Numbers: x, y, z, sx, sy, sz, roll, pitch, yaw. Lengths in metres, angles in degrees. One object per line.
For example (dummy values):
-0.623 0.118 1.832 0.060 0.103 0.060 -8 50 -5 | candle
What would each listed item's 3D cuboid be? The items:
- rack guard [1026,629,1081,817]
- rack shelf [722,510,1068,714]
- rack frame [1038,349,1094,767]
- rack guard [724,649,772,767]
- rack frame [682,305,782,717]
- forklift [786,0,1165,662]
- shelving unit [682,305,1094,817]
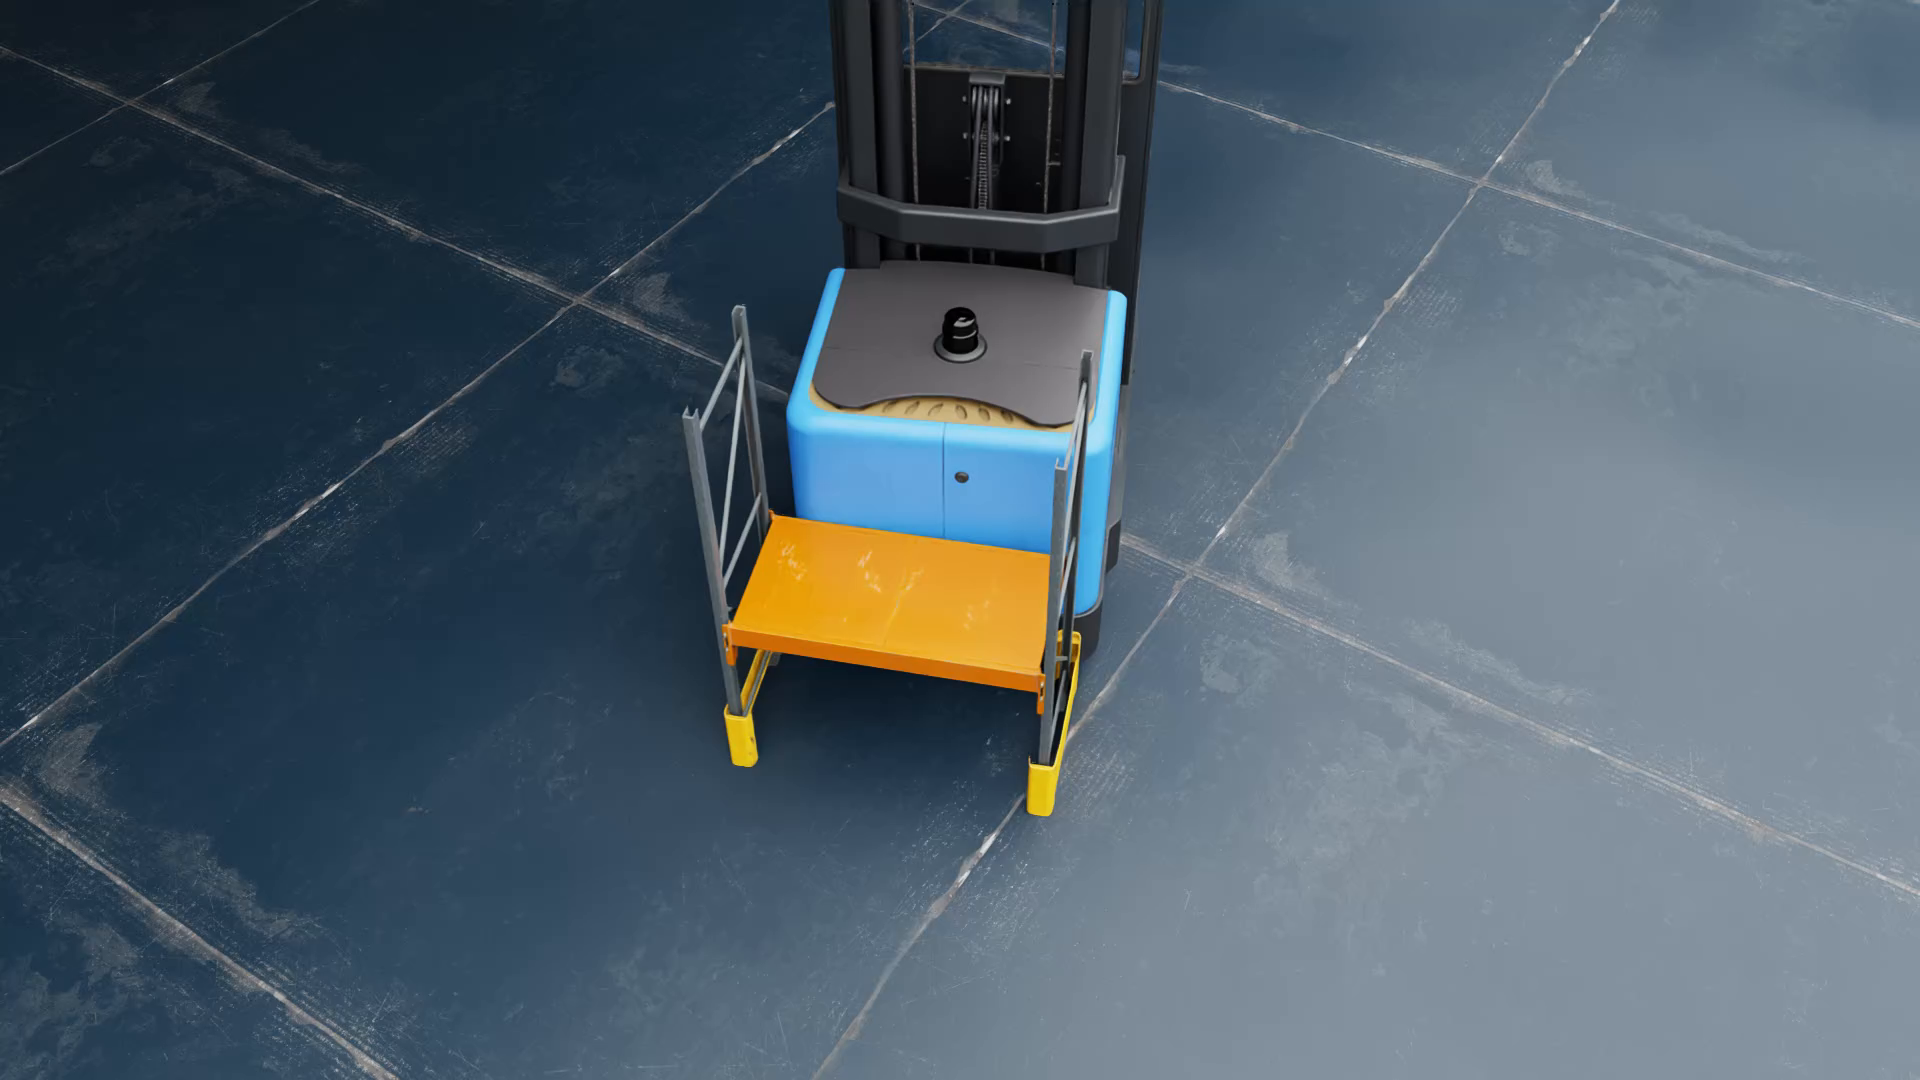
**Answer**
0.311 0.599 5.494 0.087 0.250 0.587 8 46 8 | rack guard
-0.187 0.216 5.245 1.000 0.185 0.538 8 46 8 | rack shelf
0.312 0.163 5.046 0.032 1.500 0.500 8 46 8 | rack frame
-0.666 0.457 5.631 0.087 0.250 0.587 8 46 8 | rack guard
-0.685 0.019 5.186 0.032 1.500 0.500 8 46 8 | rack frame
0.151 -1.662 5.821 1.130 2.935 3.031 6 46 5 | forklift
-0.178 0.092 5.114 1.083 1.500 0.587 8 46 8 | shelving unit
